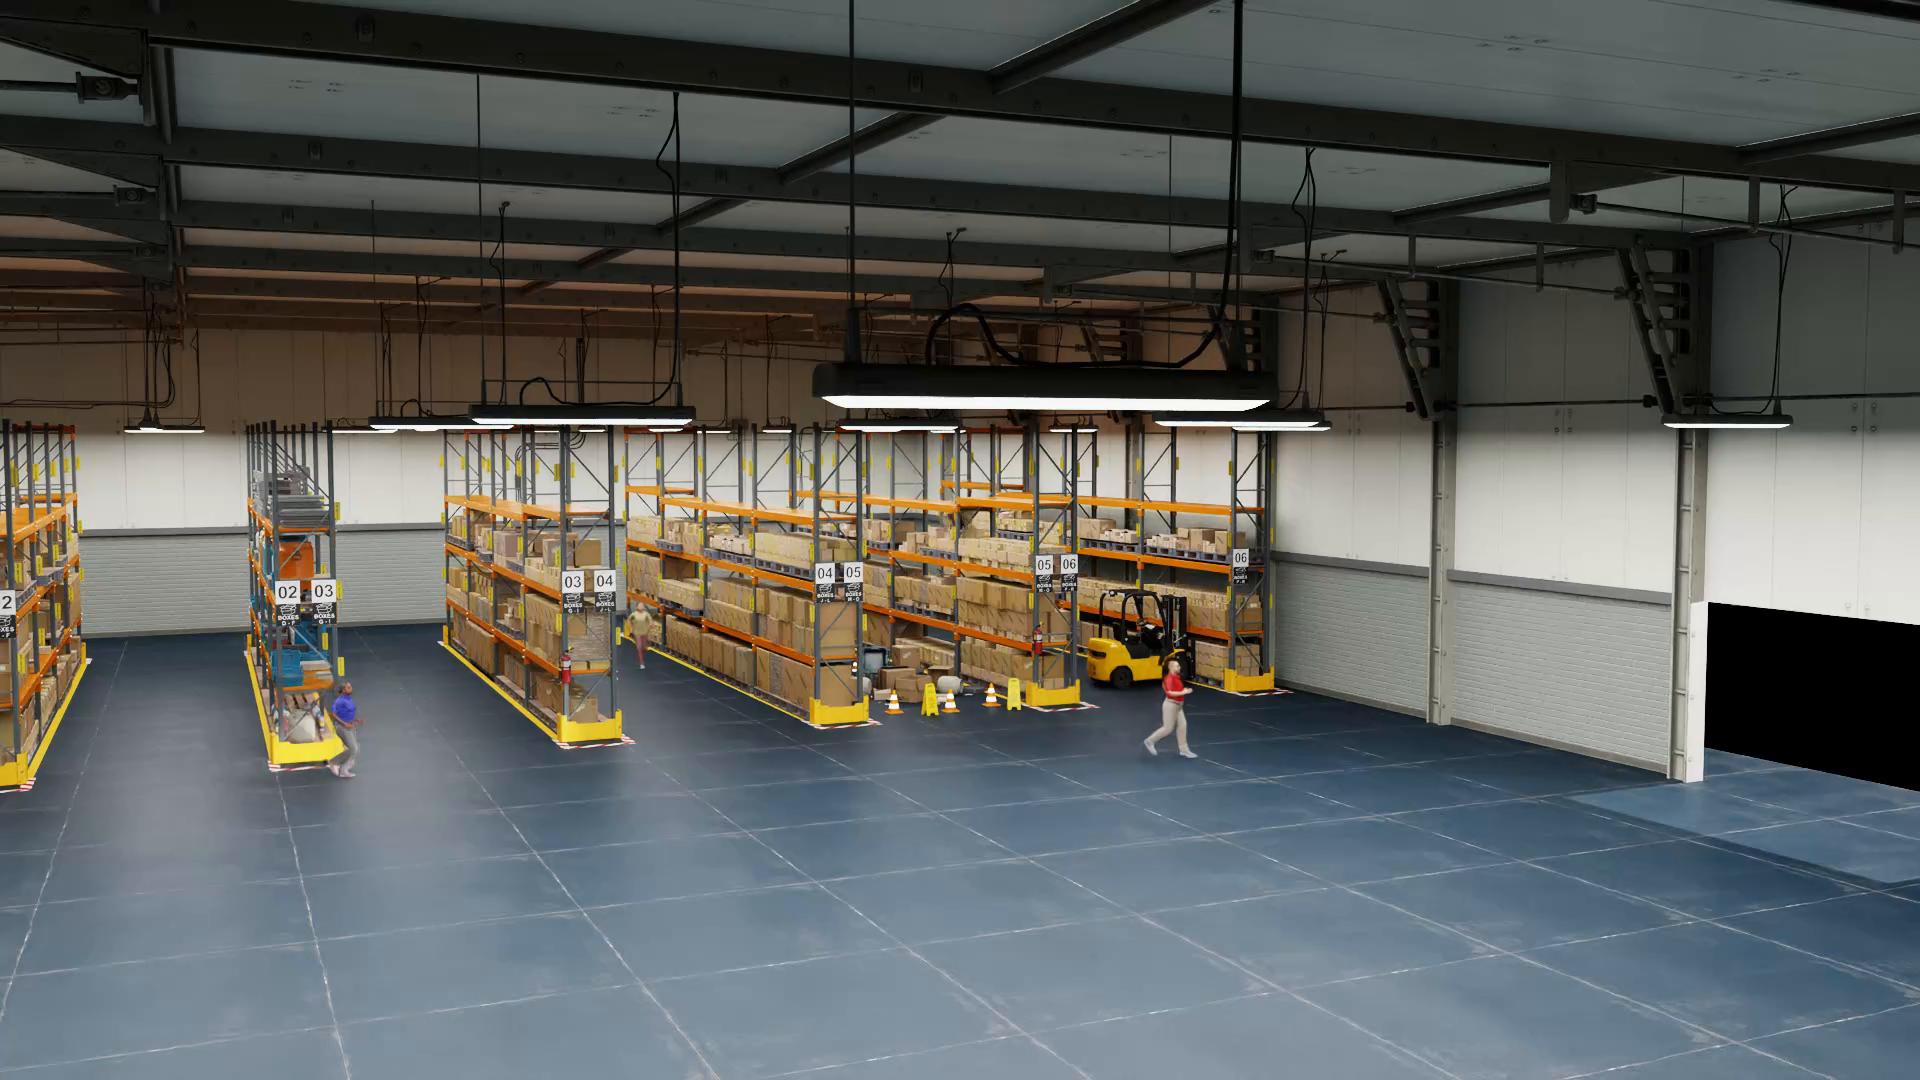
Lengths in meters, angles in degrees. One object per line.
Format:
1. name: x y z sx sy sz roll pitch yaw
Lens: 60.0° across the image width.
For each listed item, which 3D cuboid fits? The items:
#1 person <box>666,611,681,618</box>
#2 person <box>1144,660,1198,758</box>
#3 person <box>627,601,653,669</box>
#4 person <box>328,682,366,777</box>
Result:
1. person: -8.715 1.749 49.522 0.991 1.774 0.716 -2 4 -28
2. person: 3.749 2.995 29.516 0.950 1.717 0.682 1 4 20
3. person: -7.878 2.332 41.001 0.605 1.625 0.907 -1 4 -20
4. person: -10.269 3.173 27.841 0.550 1.606 0.553 0 4 2
